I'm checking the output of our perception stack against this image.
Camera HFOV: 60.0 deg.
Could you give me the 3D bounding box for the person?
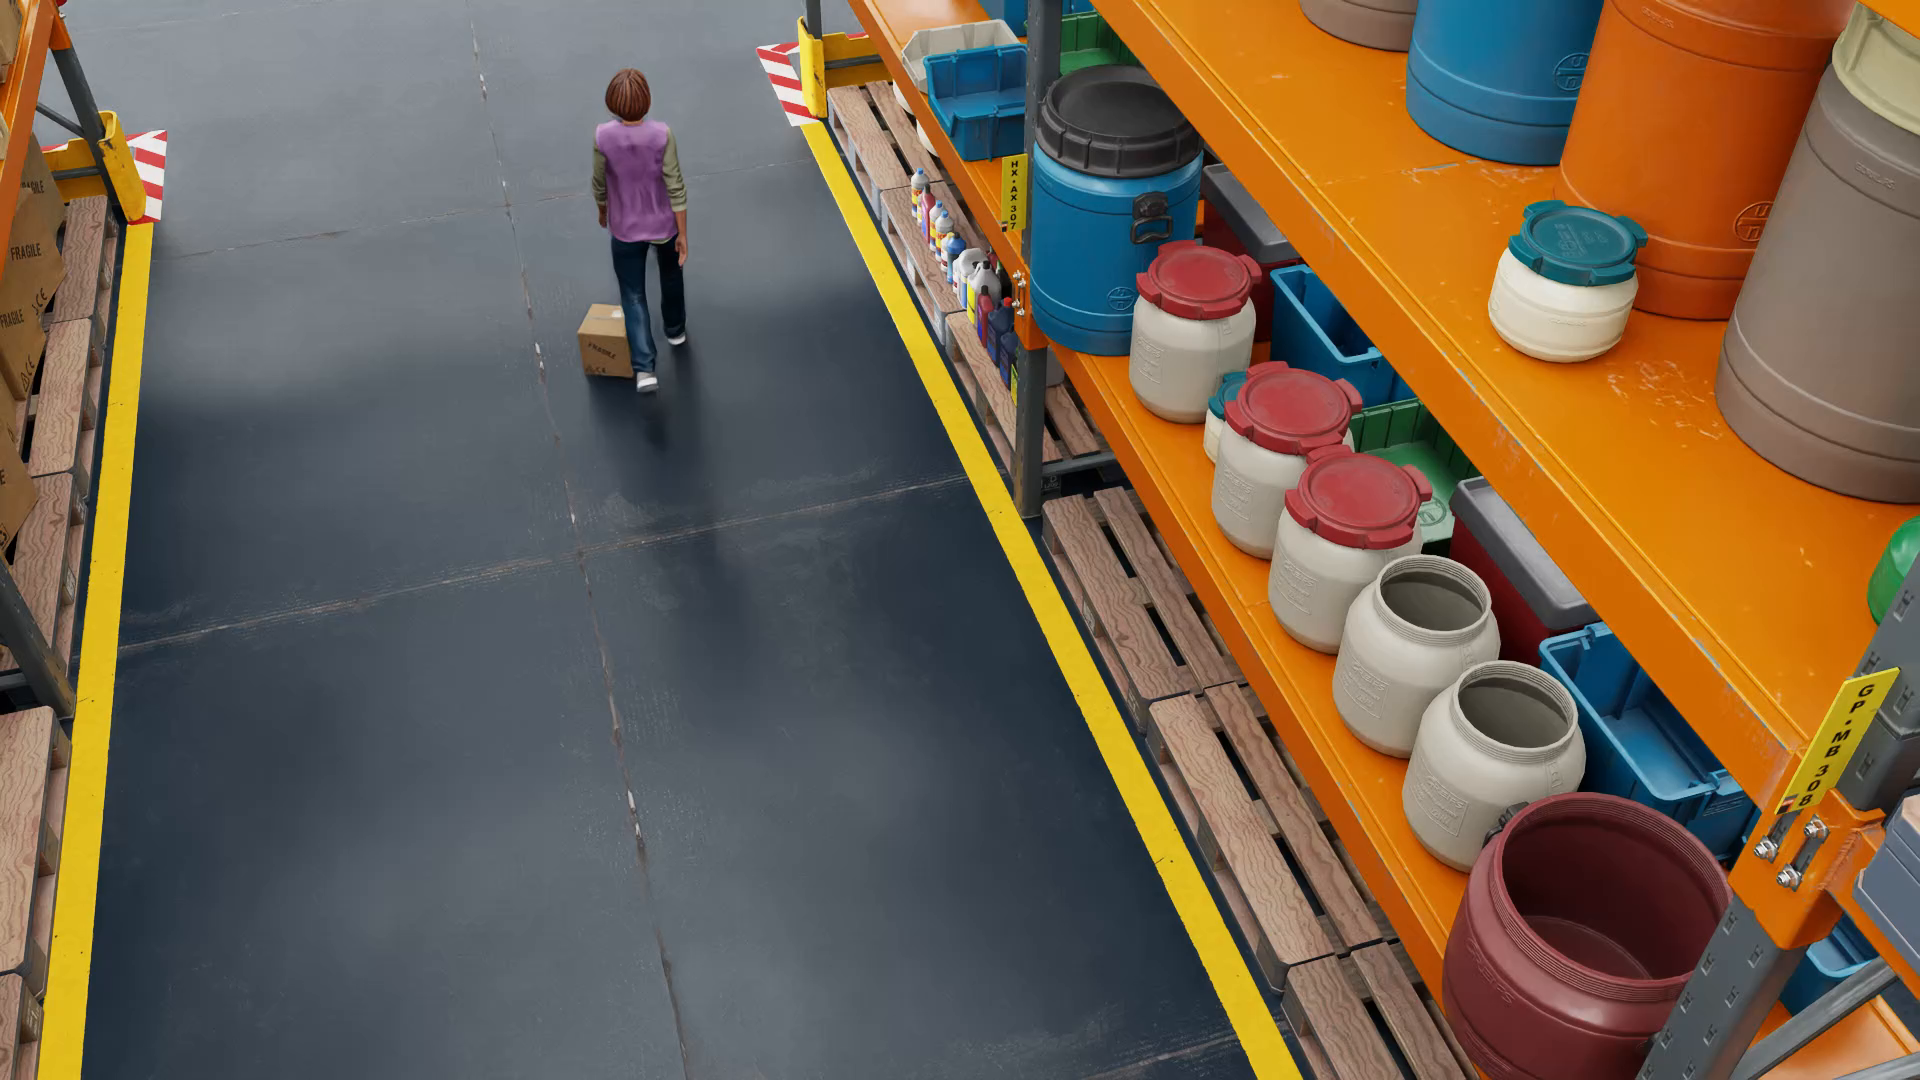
[{"bbox_3d":[-1.460,-1.430,7.693,0.426,1.560,0.862,-7,43,-7],"label":"person"}]
